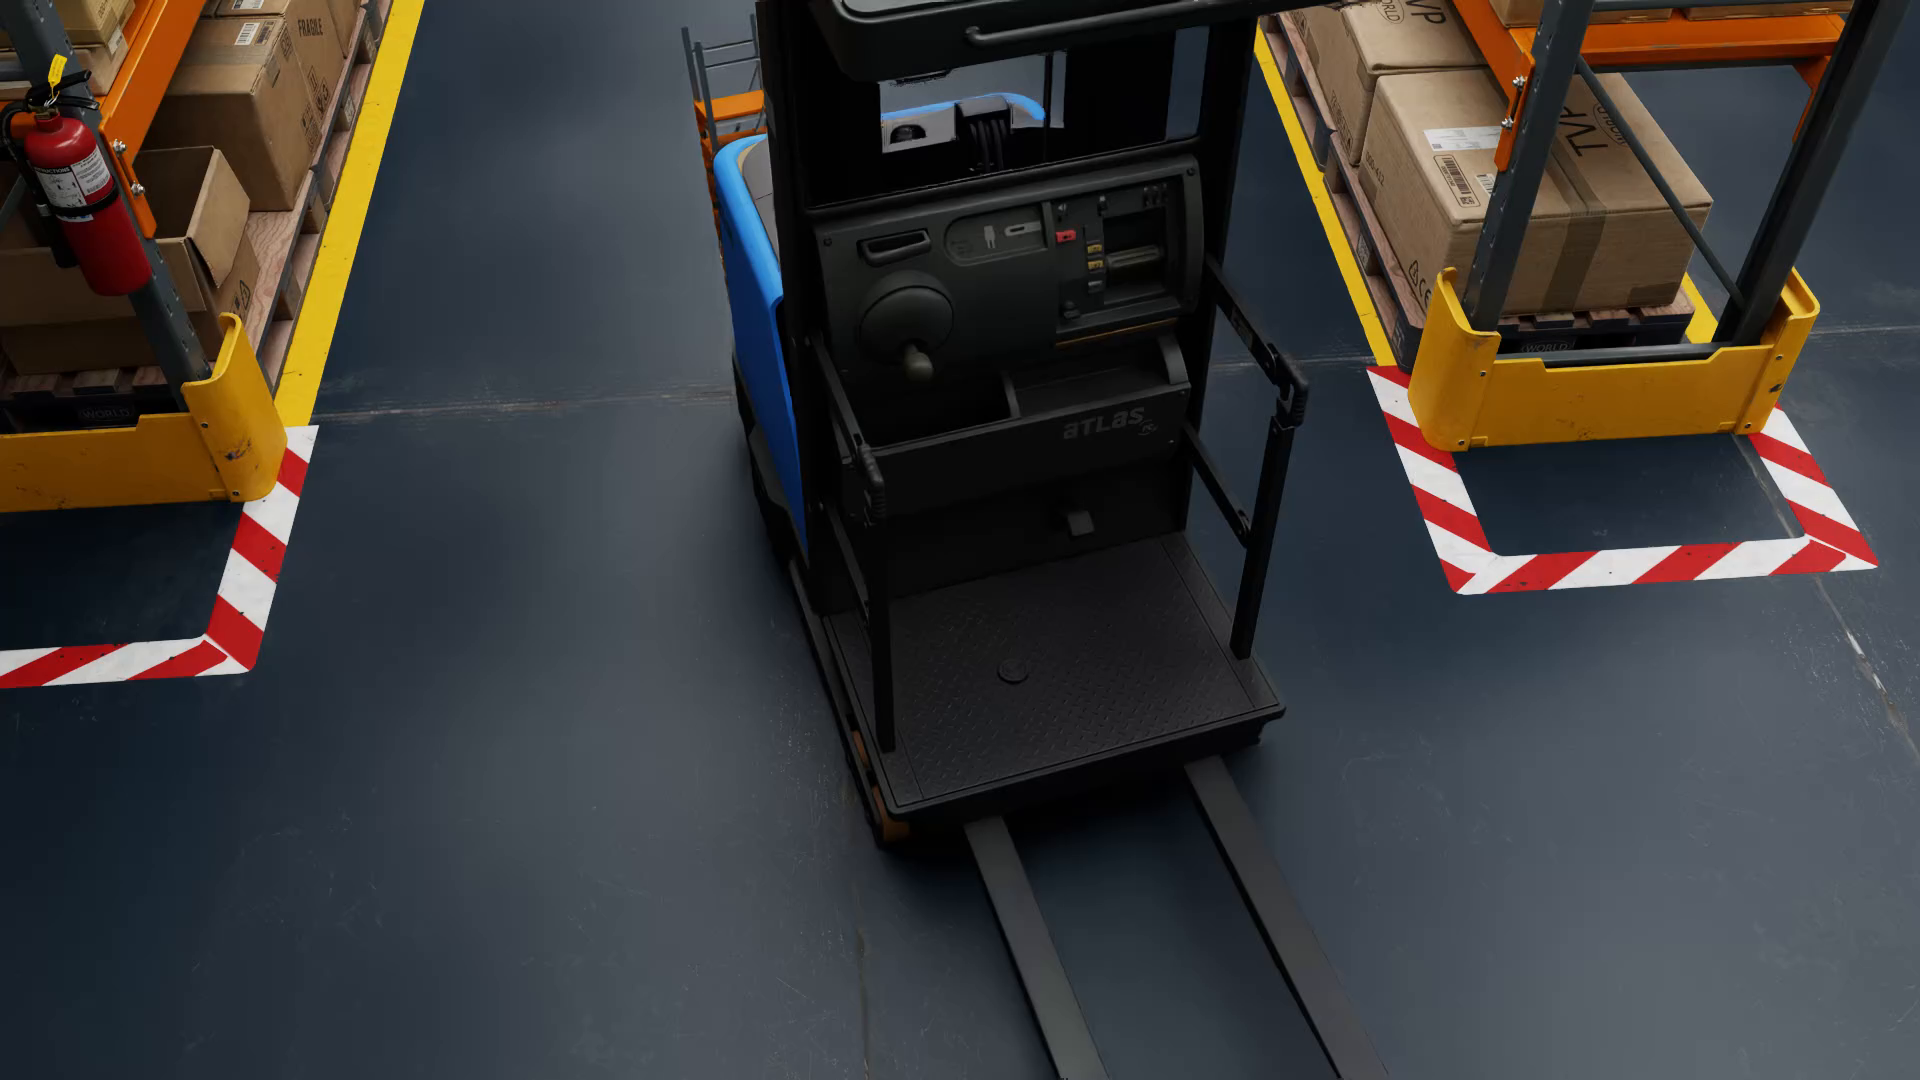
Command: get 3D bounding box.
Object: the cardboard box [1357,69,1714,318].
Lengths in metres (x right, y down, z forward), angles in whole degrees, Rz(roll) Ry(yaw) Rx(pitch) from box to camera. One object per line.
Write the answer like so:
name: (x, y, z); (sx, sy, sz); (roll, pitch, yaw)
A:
cardboard box: (1.974, -1.233, 5.827); (0.875, 0.438, 0.875); (-5, 47, -5)

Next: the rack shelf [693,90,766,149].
rack shelf: (-0.695, -1.338, 5.261); (0.258, 0.103, 0.180); (-15, 34, -14)

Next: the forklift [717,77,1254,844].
forklift: (13.576, -6.672, 5.371); (30.022, 9.000, 6.426); (-13, 48, -12)

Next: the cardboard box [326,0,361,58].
cardboard box: (-2.894, -2.299, 6.794); (0.700, 0.500, 0.500); (-5, 47, -5)

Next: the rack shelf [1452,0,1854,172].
rack shelf: (1.961, -2.698, 6.235); (1.077, 0.370, 4.000); (-3, 47, -3)

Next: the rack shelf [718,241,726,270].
rack shelf: (-0.654, -0.939, 5.524); (0.258, 0.103, 0.180); (-15, 34, -14)

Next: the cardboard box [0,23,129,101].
cardboard box: (-2.572, -1.362, 4.647); (0.380, 0.149, 0.250); (-4, 47, -4)

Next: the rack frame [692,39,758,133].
rack frame: (-0.700, -1.120, 5.507); (0.228, 1.046, 0.002); (-15, 34, -14)

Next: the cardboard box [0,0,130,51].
cardboard box: (-2.587, -1.589, 4.588); (0.500, 0.250, 0.500); (-3, 47, -3)

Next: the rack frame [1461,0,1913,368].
rack frame: (2.128, -1.498, 4.603); (1.000, 3.000, 0.127); (-3, 47, -3)

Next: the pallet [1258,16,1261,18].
pallet: (1.779, -2.879, 7.831); (1.003, 0.211, 1.213); (-3, 47, -3)

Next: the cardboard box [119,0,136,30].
cardboard box: (-2.639, -1.543, 4.819); (0.380, 0.149, 0.250); (-2, 47, -2)

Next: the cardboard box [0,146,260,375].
cardboard box: (-2.774, -0.928, 5.493); (0.797, 0.503, 0.637); (-5, 47, -5)

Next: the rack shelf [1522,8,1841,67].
rack shelf: (4.423, -4.580, 4.622); (5.869, 4.714, 3.910); (-3, 47, -3)

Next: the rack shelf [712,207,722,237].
rack shelf: (-0.664, -1.038, 5.459); (0.258, 0.103, 0.180); (-15, 34, -14)

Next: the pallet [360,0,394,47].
pallet: (-3.096, -2.632, 7.598); (1.003, 0.211, 1.213); (-3, 47, -3)

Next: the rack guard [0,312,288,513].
rack guard: (-2.824, -0.389, 5.274); (1.175, 0.500, 0.348); (-3, 47, -3)

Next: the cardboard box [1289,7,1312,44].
cardboard box: (1.815, -2.547, 7.072); (0.875, 0.438, 0.875); (-5, 47, -4)

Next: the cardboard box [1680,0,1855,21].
cardboard box: (2.374, -1.897, 4.912); (0.500, 0.500, 0.500); (-4, 47, -4)

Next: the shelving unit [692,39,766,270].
shelving unit: (-0.669, -1.076, 5.435); (0.258, 1.046, 0.183); (-15, 34, -14)

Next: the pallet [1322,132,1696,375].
pallet: (1.984, -1.113, 6.159); (1.003, 0.211, 1.213); (-3, 47, -3)

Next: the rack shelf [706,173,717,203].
rack shelf: (-0.675, -1.138, 5.393); (0.258, 0.103, 0.180); (-15, 34, -14)

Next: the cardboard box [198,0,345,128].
cardboard box: (-2.752, -1.936, 6.450); (0.500, 0.500, 0.500); (-3, 47, -3)
